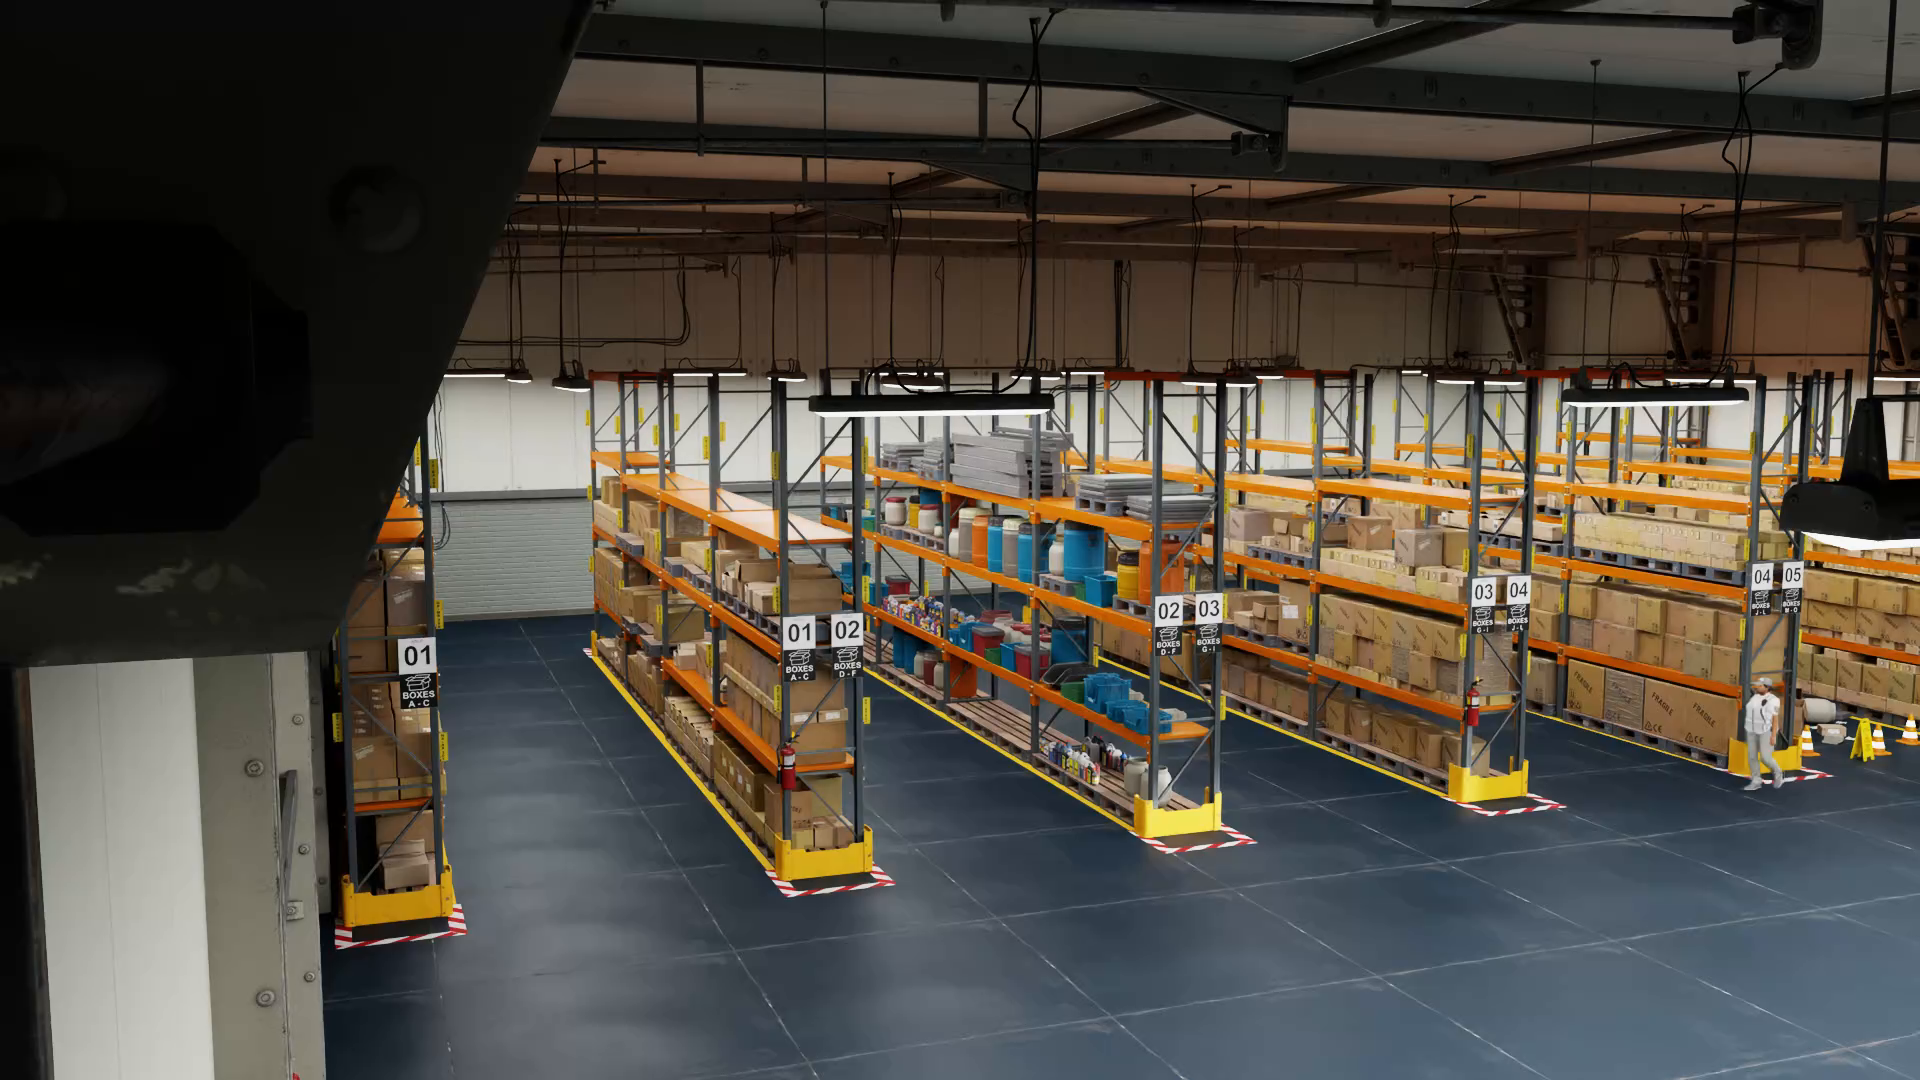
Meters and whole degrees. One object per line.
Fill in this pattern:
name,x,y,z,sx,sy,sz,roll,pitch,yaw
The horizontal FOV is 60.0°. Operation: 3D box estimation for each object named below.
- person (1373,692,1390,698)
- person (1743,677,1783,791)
person,7.896,2.061,30.827,0.575,1.688,0.400,6,9,44
person,11.653,2.813,24.144,0.507,1.660,0.496,-4,8,-33
